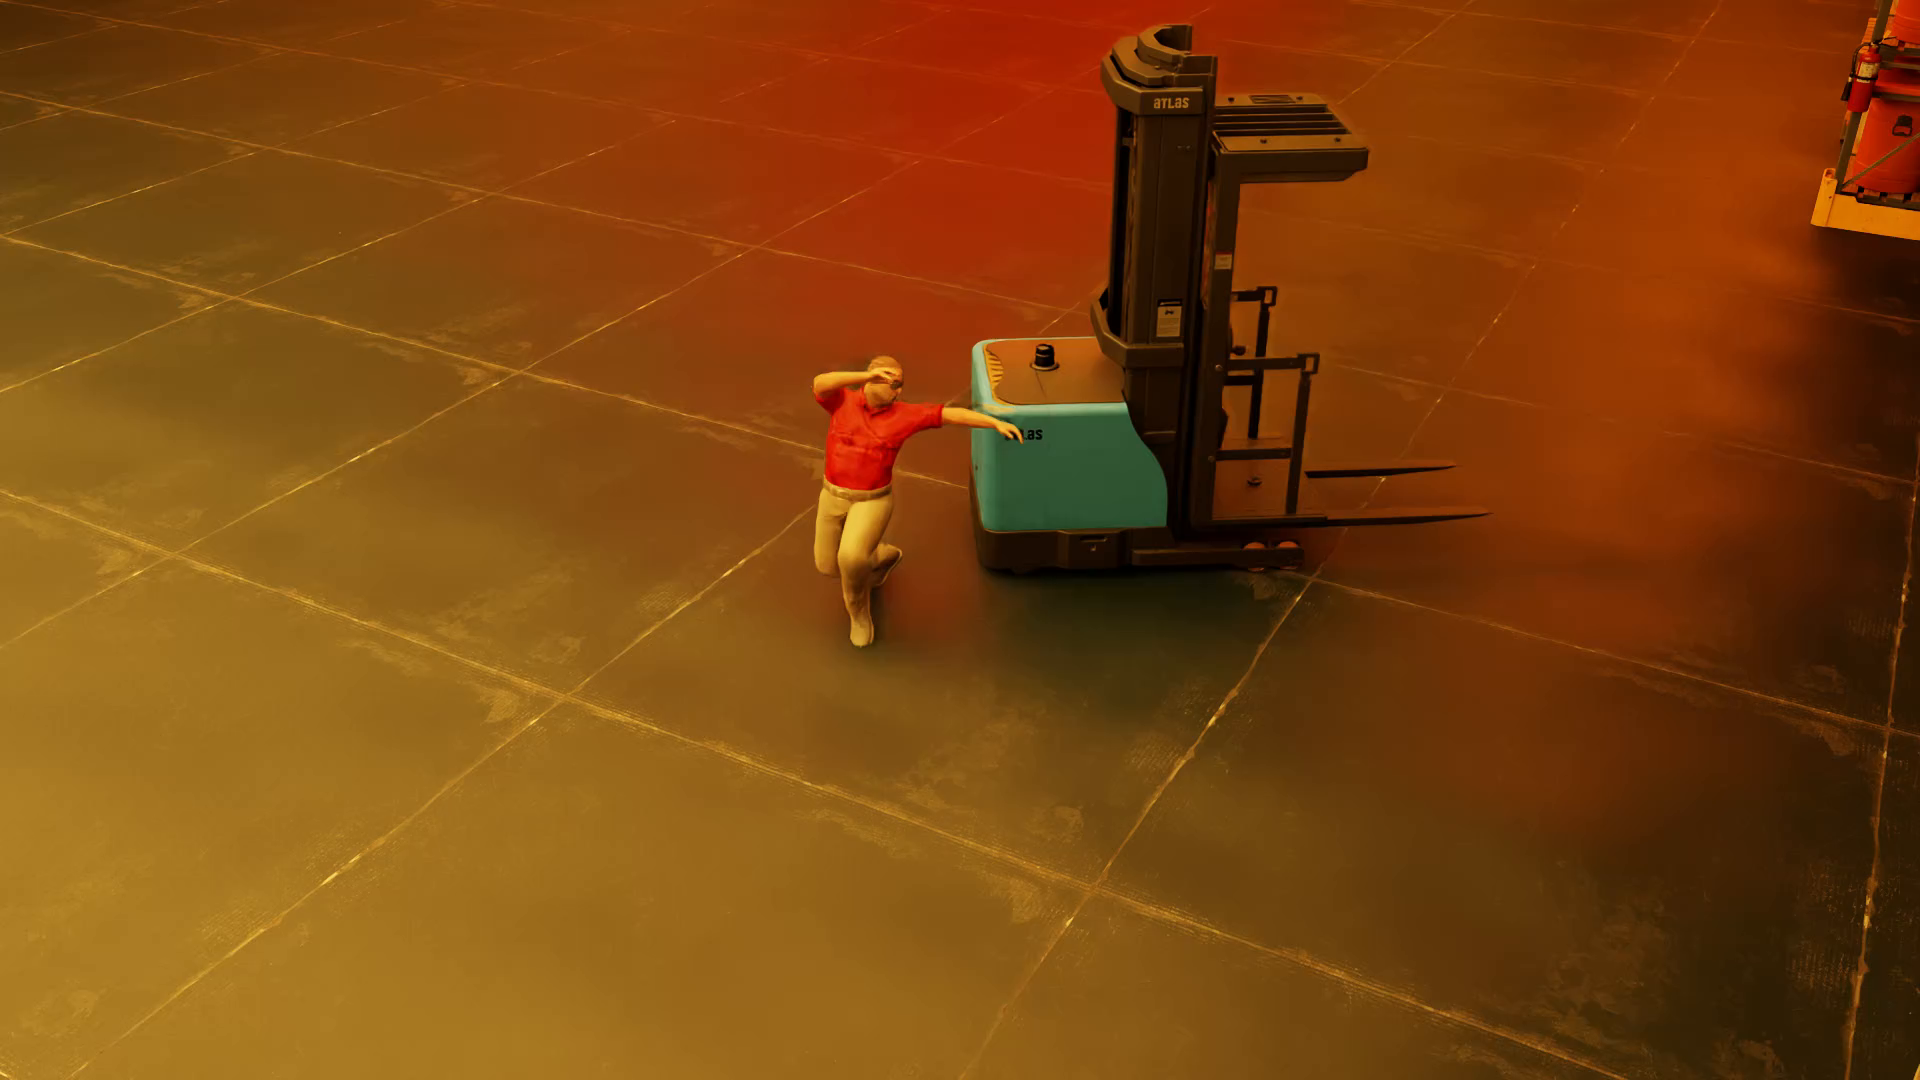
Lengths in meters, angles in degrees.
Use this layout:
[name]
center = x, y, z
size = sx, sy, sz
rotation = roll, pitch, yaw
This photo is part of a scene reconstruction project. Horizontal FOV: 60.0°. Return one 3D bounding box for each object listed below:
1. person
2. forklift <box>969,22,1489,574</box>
[person]
center = -0.278, -0.203, 8.905
size = 1.078, 1.535, 0.880
rotation = 10, 31, 16
[forklift]
center = 1.598, -1.350, 9.409
size = 3.031, 2.935, 1.130
rotation = -2, 30, -3
